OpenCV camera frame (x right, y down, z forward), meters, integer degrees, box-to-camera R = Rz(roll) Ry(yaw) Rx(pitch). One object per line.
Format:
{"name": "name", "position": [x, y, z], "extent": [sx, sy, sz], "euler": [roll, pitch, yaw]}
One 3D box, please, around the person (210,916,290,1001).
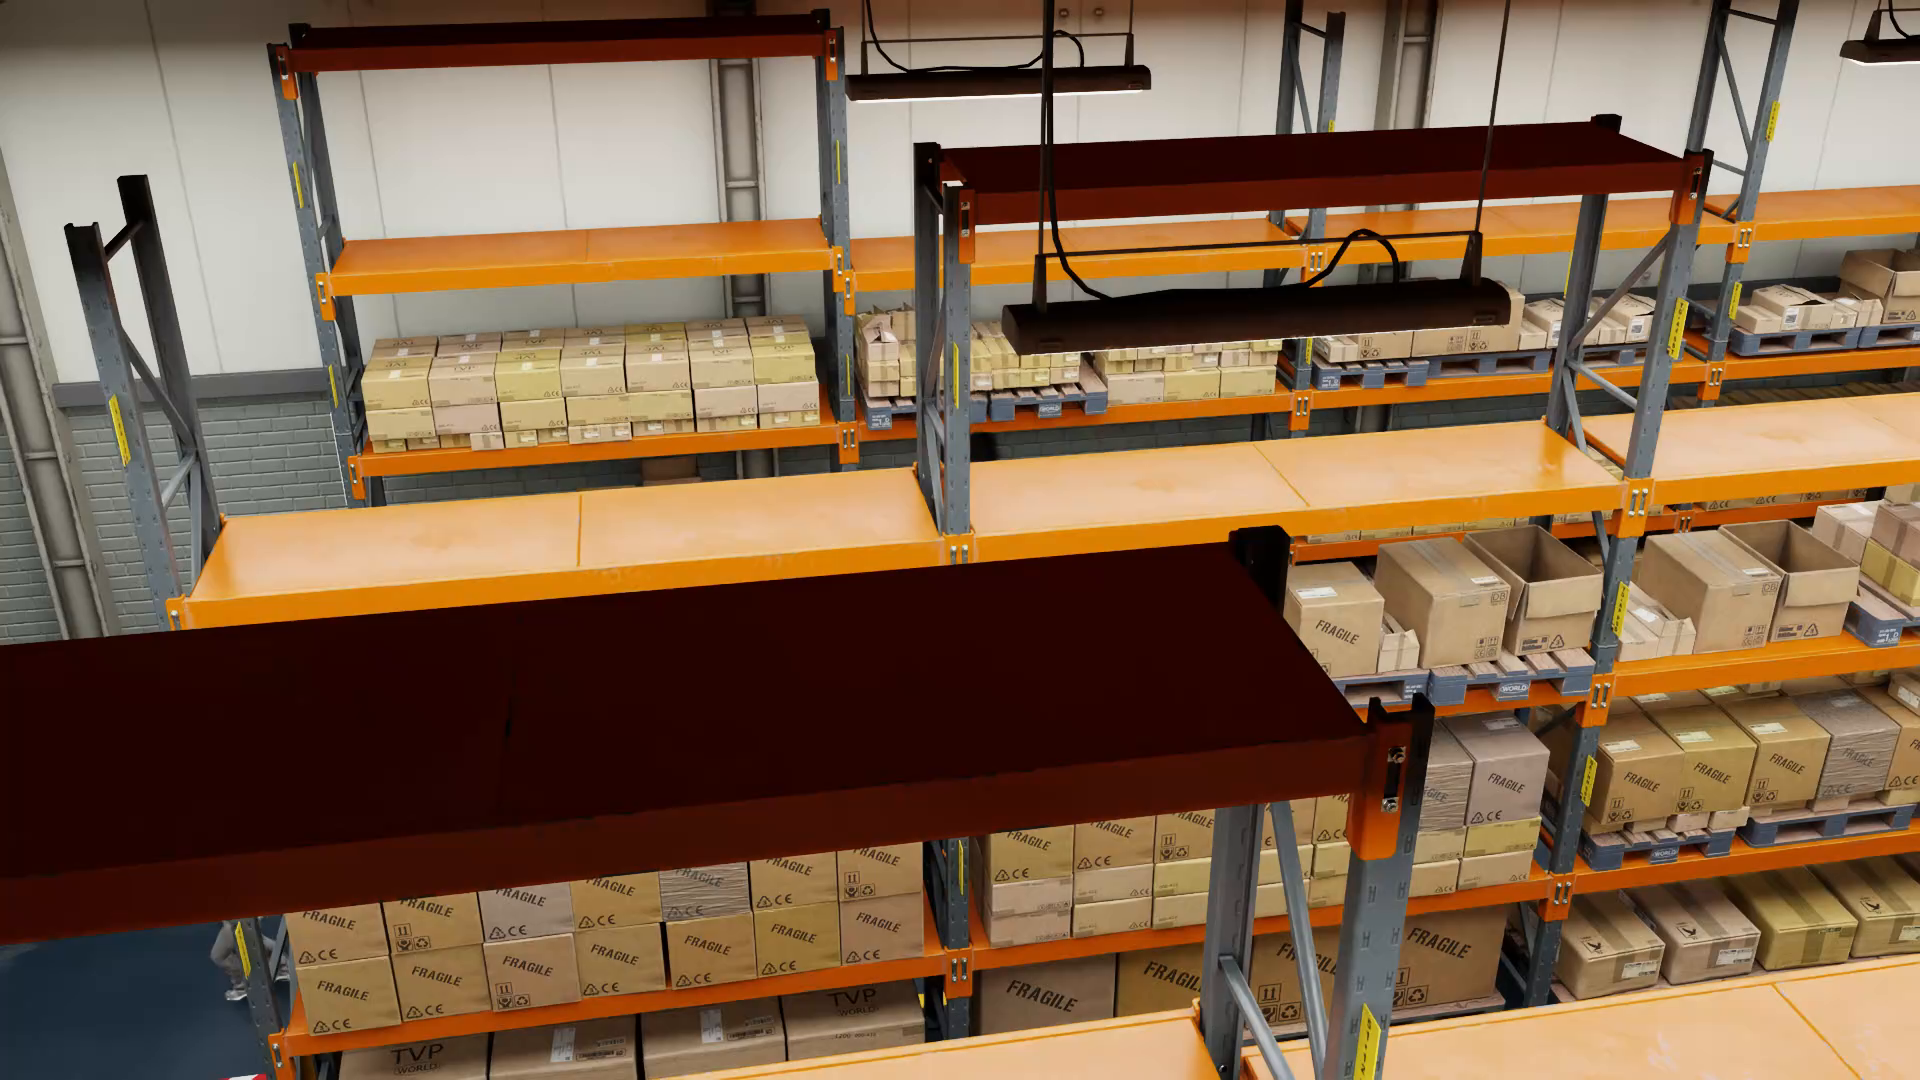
{"name": "person", "position": [-4.852, 2.550, 11.265], "extent": [0.519, 1.580, 0.593], "euler": [-15, 30, -28]}
